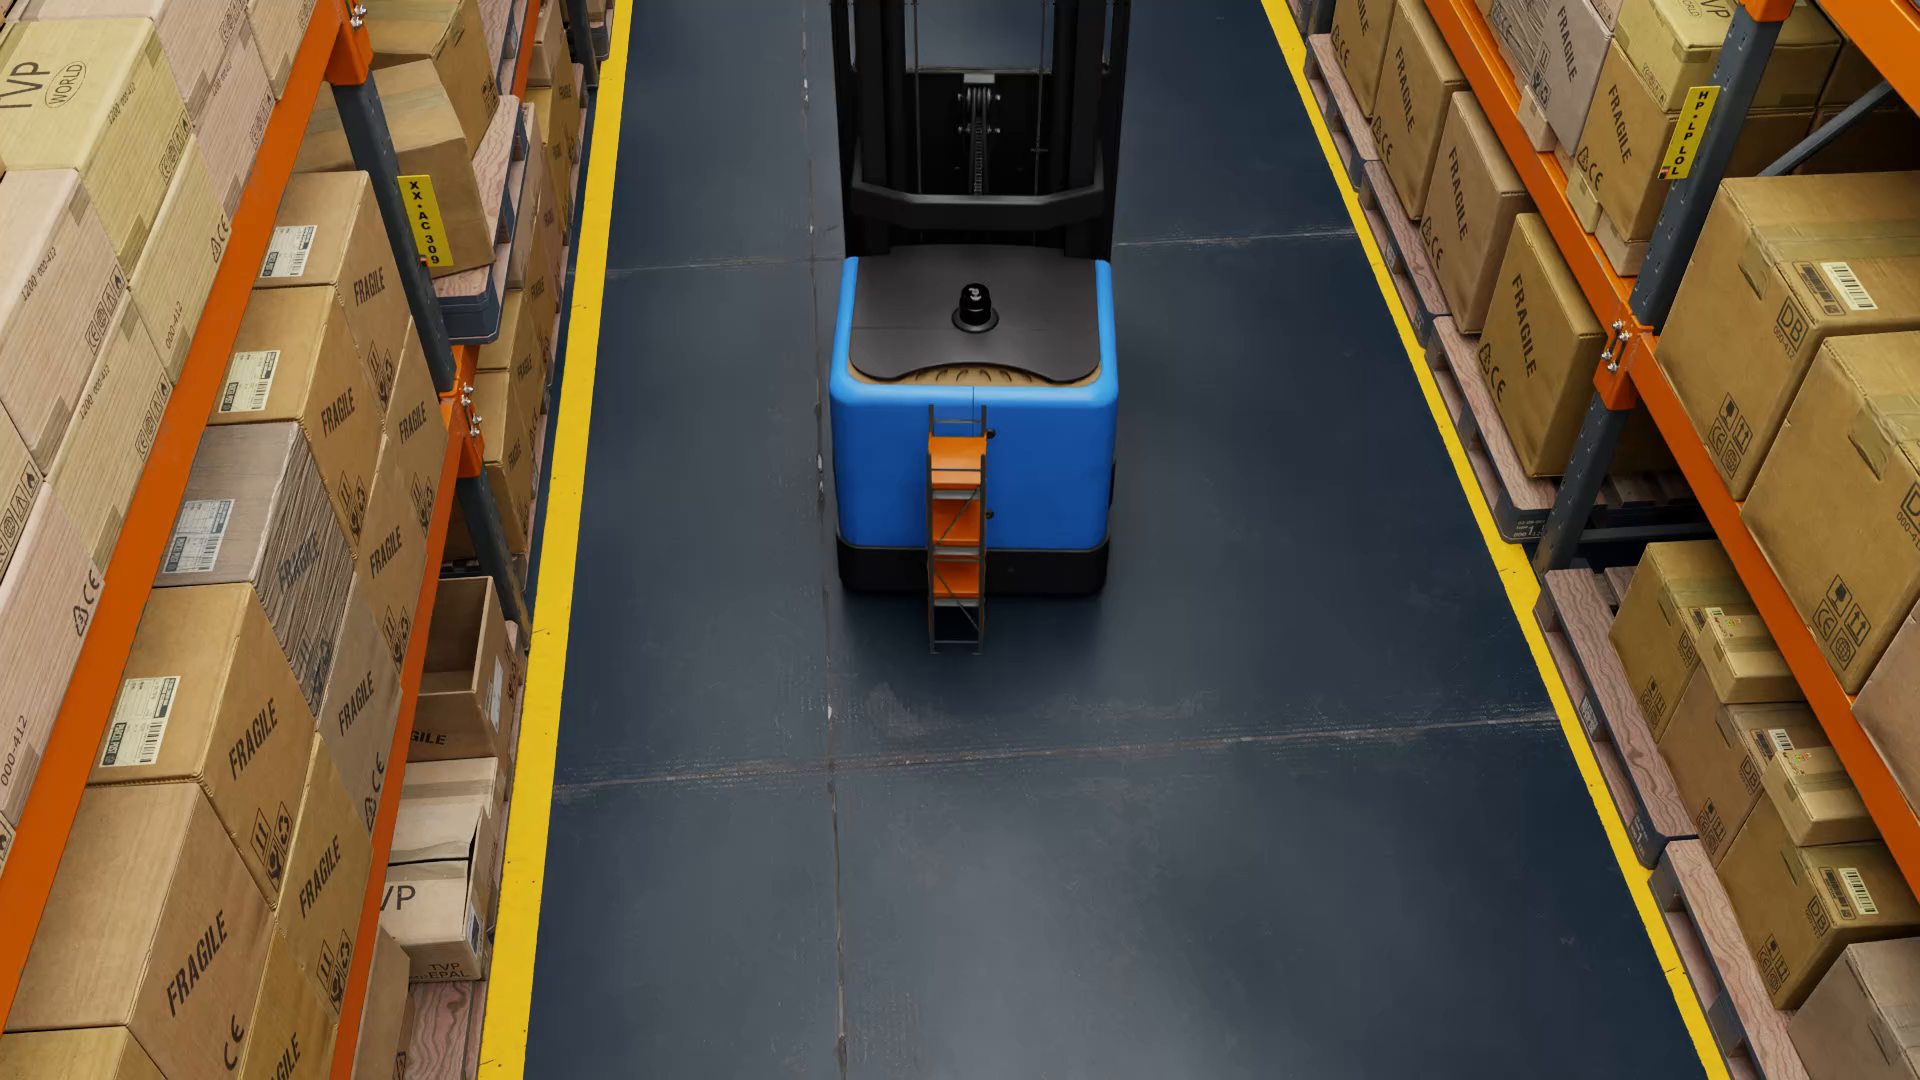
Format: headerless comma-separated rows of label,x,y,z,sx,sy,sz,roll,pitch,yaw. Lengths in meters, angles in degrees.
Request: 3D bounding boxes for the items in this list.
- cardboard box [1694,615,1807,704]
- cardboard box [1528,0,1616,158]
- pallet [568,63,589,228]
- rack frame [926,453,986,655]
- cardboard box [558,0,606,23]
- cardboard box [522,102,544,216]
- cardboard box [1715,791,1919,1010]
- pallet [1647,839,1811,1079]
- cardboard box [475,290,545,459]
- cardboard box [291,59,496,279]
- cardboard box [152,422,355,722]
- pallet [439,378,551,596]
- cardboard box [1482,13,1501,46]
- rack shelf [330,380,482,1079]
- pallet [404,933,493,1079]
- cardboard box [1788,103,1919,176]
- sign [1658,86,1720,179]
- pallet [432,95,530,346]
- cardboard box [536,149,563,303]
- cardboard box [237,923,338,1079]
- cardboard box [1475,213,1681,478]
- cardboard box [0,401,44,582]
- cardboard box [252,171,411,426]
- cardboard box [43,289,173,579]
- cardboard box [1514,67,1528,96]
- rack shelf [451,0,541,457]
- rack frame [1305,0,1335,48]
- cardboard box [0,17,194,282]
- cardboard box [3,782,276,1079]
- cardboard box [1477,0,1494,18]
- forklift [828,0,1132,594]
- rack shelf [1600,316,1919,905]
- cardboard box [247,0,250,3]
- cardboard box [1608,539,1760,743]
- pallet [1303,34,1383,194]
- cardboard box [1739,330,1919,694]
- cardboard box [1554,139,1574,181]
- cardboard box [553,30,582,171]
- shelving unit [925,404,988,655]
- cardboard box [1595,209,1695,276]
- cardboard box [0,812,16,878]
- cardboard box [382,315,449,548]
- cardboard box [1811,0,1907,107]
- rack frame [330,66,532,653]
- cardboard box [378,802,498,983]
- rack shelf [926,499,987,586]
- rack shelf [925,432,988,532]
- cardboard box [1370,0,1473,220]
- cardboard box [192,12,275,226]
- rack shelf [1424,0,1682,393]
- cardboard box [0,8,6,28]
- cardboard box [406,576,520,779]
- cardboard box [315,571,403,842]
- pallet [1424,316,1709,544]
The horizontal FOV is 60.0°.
cardboard box,2.597,0.376,5.313,0.380,0.149,0.250,-2,47,-2
cardboard box,2.447,-1.753,6.056,0.500,0.500,0.500,-3,47,-3
pallet,-2.457,-2.011,8.509,1.003,0.211,1.213,-3,47,-3
rack frame,-0.014,0.074,5.957,0.200,1.050,0.008,1,47,1
cardboard box,-2.233,-3.108,9.232,0.500,0.250,0.500,-4,47,-3
cardboard box,-2.071,-1.619,7.119,0.500,0.250,0.500,-4,47,-4
cardboard box,2.829,1.076,5.098,0.700,0.500,0.500,-3,47,-2
pallet,2.880,1.477,5.206,1.003,0.211,1.213,-3,47,-3
cardboard box,-2.000,-0.660,6.728,0.500,0.500,0.500,-3,47,-3
cardboard box,-1.963,-1.153,5.418,0.700,0.500,0.500,-18,49,-16
cardboard box,-1.759,0.089,3.842,0.500,0.500,0.500,-3,47,-3
pallet,-2.252,-0.245,6.837,1.003,0.211,1.213,-3,47,-3
cardboard box,2.405,-2.185,6.912,0.380,0.149,0.250,-2,47,-2
rack shelf,-1.979,1.076,4.160,1.077,0.370,4.000,-3,47,-3
pallet,-1.985,1.722,4.974,1.003,0.211,1.213,-3,47,-3
cardboard box,3.002,-1.414,5.735,0.500,0.500,0.500,-5,47,-5
sign,2.249,-1.253,5.128,0.100,0.325,0.005,-3,47,-3
pallet,-2.105,-1.137,5.893,1.003,0.211,1.213,-3,47,-3
cardboard box,-2.076,-1.388,7.417,0.500,0.500,0.500,-5,47,-5
cardboard box,-1.674,1.168,3.509,0.500,0.500,0.500,-4,47,-3
cardboard box,2.605,-0.790,6.623,0.750,0.750,0.750,-3,47,-3
cardboard box,-1.679,0.013,2.365,0.500,0.250,0.500,-3,47,-3
cardboard box,-1.846,-0.646,4.539,0.500,0.500,0.500,-3,47,-3
cardboard box,-1.722,-0.177,2.889,0.500,0.250,0.500,-3,47,-3
cardboard box,2.422,-1.810,6.557,0.380,0.149,0.250,-3,47,-3
rack shelf,-2.314,-1.818,6.901,1.077,0.370,4.000,-3,47,-3
rack frame,2.454,-3.816,8.298,1.000,3.000,0.127,-3,47,-3
cardboard box,-1.757,-0.711,3.050,0.500,0.250,0.500,-3,47,-3
cardboard box,-1.674,0.821,3.149,0.500,0.500,0.500,-3,47,-3
cardboard box,2.366,-2.478,6.743,0.500,0.500,0.500,-2,47,-2
forklift,0.080,-1.855,6.488,1.130,2.935,3.031,1,47,1
rack shelf,2.957,0.772,4.448,1.077,0.370,4.000,-3,47,-3
cardboard box,-1.835,-1.435,3.736,0.500,0.250,0.500,-3,47,-3
cardboard box,2.750,0.340,5.794,0.700,0.500,0.500,-3,47,-3
pallet,2.445,-2.282,8.766,1.003,0.211,1.213,-3,47,-3
cardboard box,2.874,-0.103,4.575,0.980,0.700,0.700,-5,47,-4
cardboard box,2.457,-1.441,6.208,0.380,0.149,0.250,-2,47,-2
cardboard box,-2.169,-2.142,8.131,0.500,0.500,0.500,-2,47,-2
shelving unit,-0.011,-0.015,6.041,0.215,1.050,0.252,1,47,1
cardboard box,2.479,-1.070,5.857,0.380,0.149,0.250,-3,47,-3
cardboard box,-1.630,0.546,2.204,0.500,0.250,0.500,-3,47,-3
cardboard box,-1.849,-0.306,4.905,0.500,0.500,0.500,-3,47,-3
cardboard box,3.010,-1.672,5.464,0.500,0.250,0.500,-2,47,-2
rack frame,-2.147,-0.618,5.270,1.000,3.000,0.127,-3,47,-3
cardboard box,-1.754,1.093,5.198,0.500,0.311,0.500,-3,47,-3
rack shelf,-0.011,-0.008,6.049,0.215,0.259,0.240,1,47,1
rack shelf,-0.011,-0.203,5.843,0.215,0.259,0.240,1,47,1
cardboard box,2.452,-2.047,7.814,0.750,0.750,0.750,-4,47,-3
cardboard box,-1.810,-0.900,3.574,0.500,0.250,0.500,-3,47,-3
rack shelf,2.622,-2.122,7.189,1.077,0.370,4.000,-3,47,-3
cardboard box,-2.119,-0.947,2.757,0.700,0.500,0.500,-3,47,-3
cardboard box,-1.816,0.485,5.643,0.500,0.500,0.500,-3,47,-3
cardboard box,-1.759,0.438,4.200,0.500,0.500,0.500,-3,47,-2
pallet,2.650,-0.517,7.094,1.003,0.211,1.213,-3,47,-3
